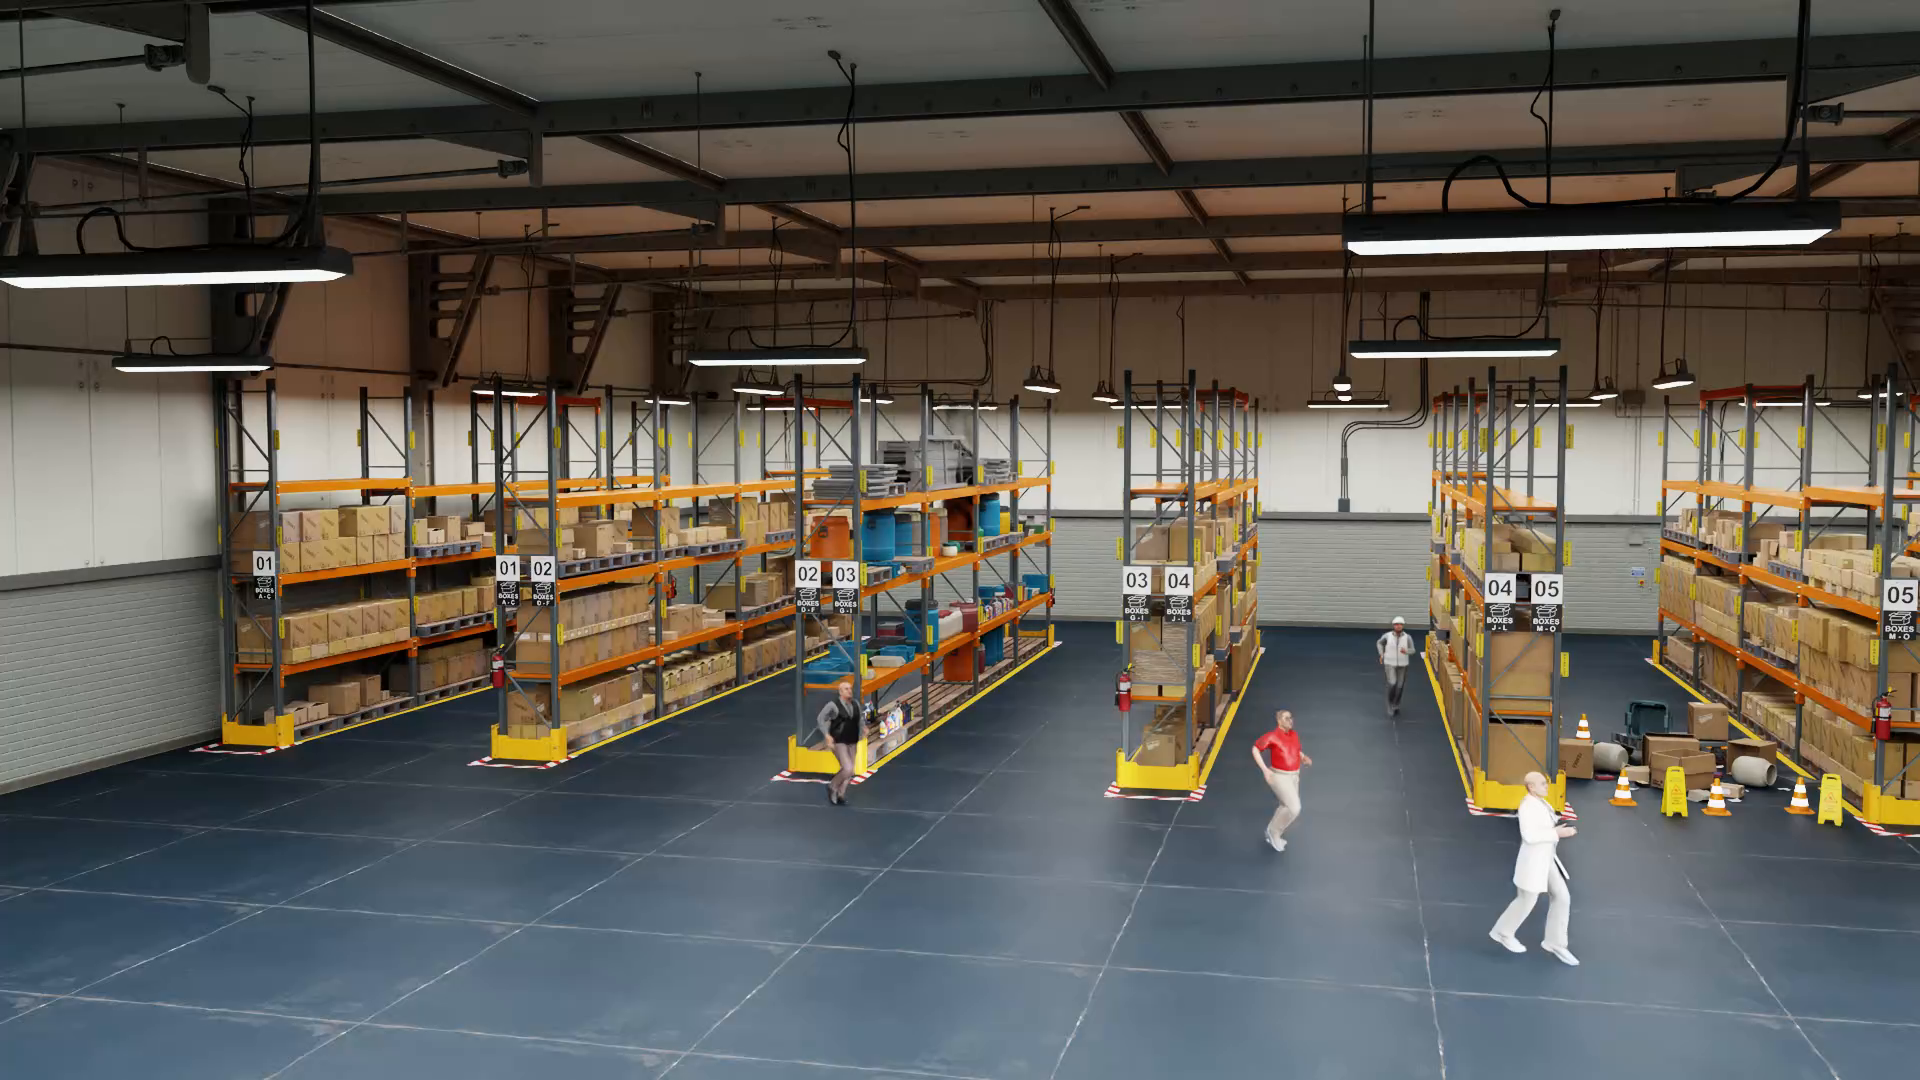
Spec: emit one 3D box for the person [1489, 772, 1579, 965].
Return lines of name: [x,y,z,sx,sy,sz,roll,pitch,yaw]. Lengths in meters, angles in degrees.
person: [5.533,3.139,16.011,0.832,1.831,0.685,3,5,42]

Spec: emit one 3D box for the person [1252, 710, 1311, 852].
person: [3.976,2.934,20.242,0.637,1.719,0.678,-3,5,-43]

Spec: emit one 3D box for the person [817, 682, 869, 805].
person: [-1.546,2.786,22.743,0.667,1.692,0.617,-3,5,-44]

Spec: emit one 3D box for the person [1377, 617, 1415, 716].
person: [7.960,2.301,30.311,0.637,1.814,0.699,0,3,5]
